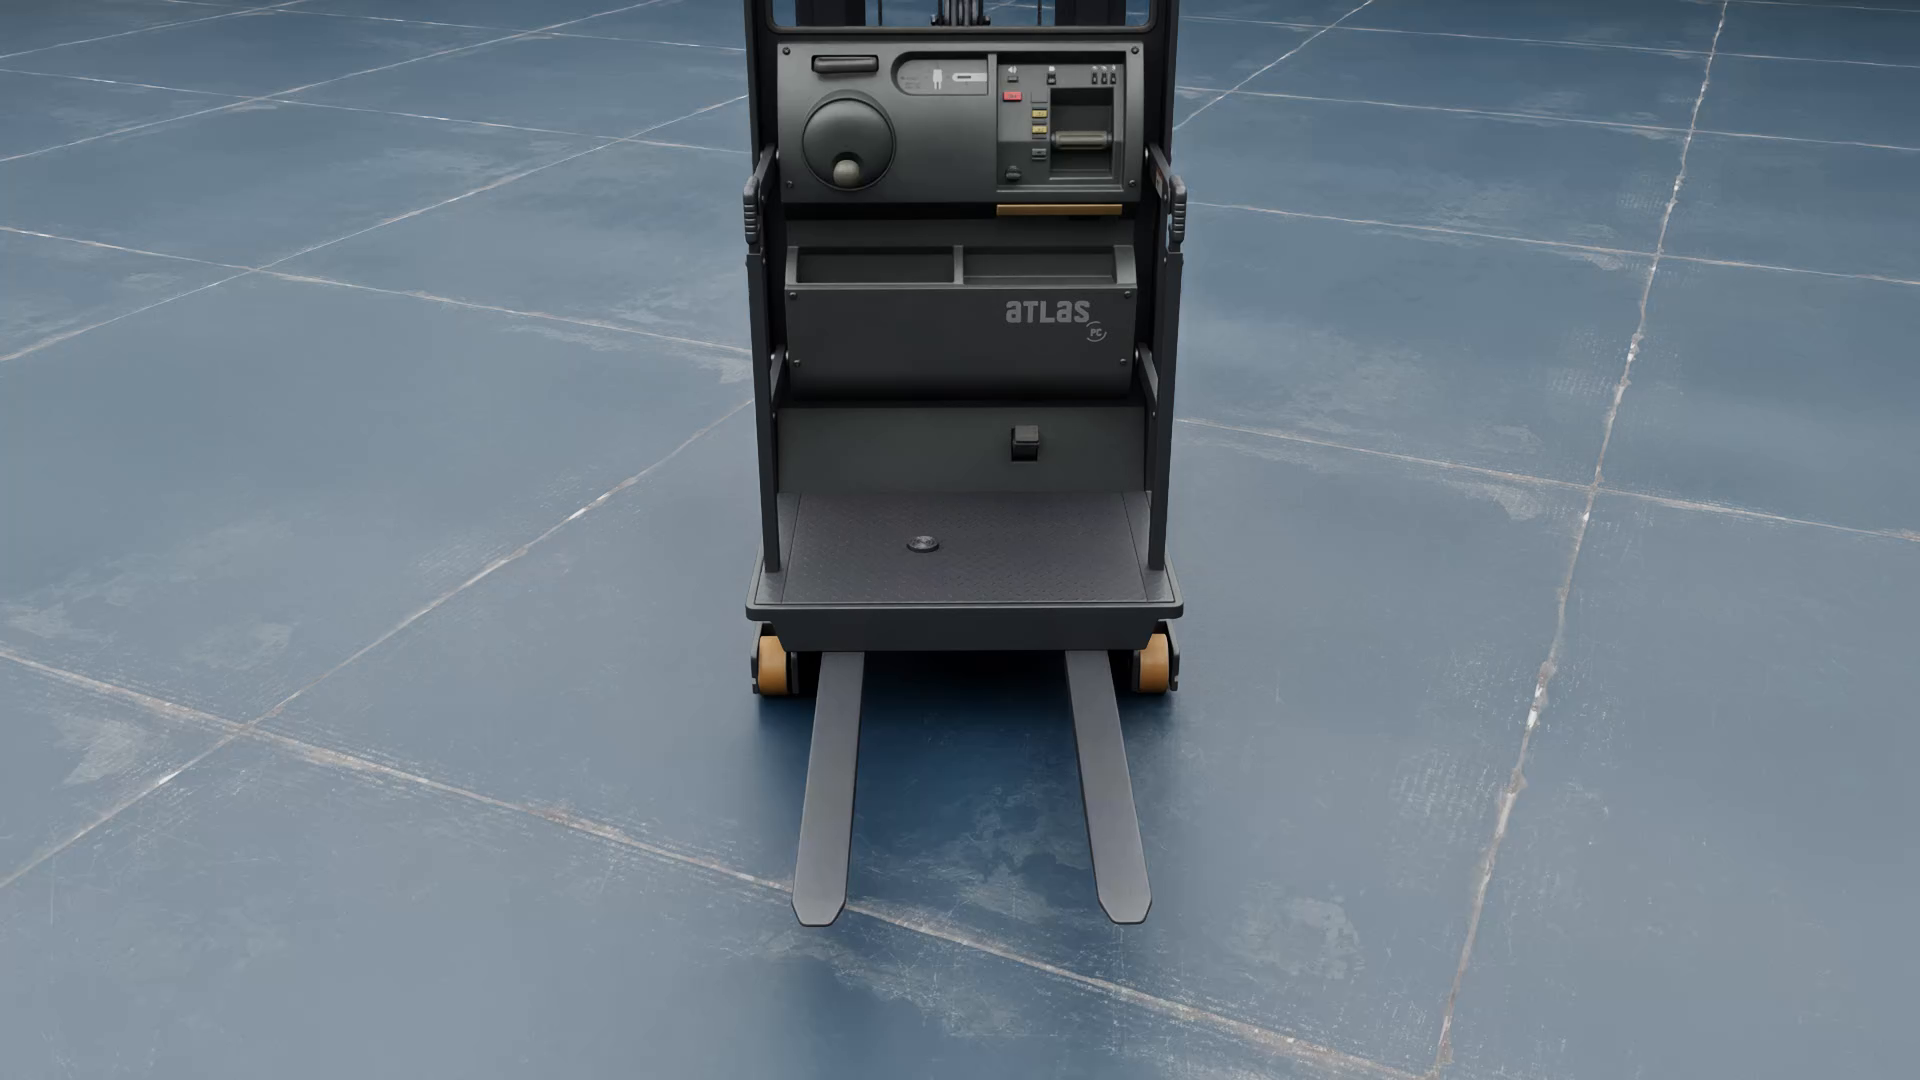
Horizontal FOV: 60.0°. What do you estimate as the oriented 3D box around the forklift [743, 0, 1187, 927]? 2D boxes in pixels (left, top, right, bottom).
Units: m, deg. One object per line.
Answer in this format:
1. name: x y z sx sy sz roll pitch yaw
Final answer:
1. forklift: 0.007 -1.039 4.041 1.130 2.935 3.031 0 26 -1
